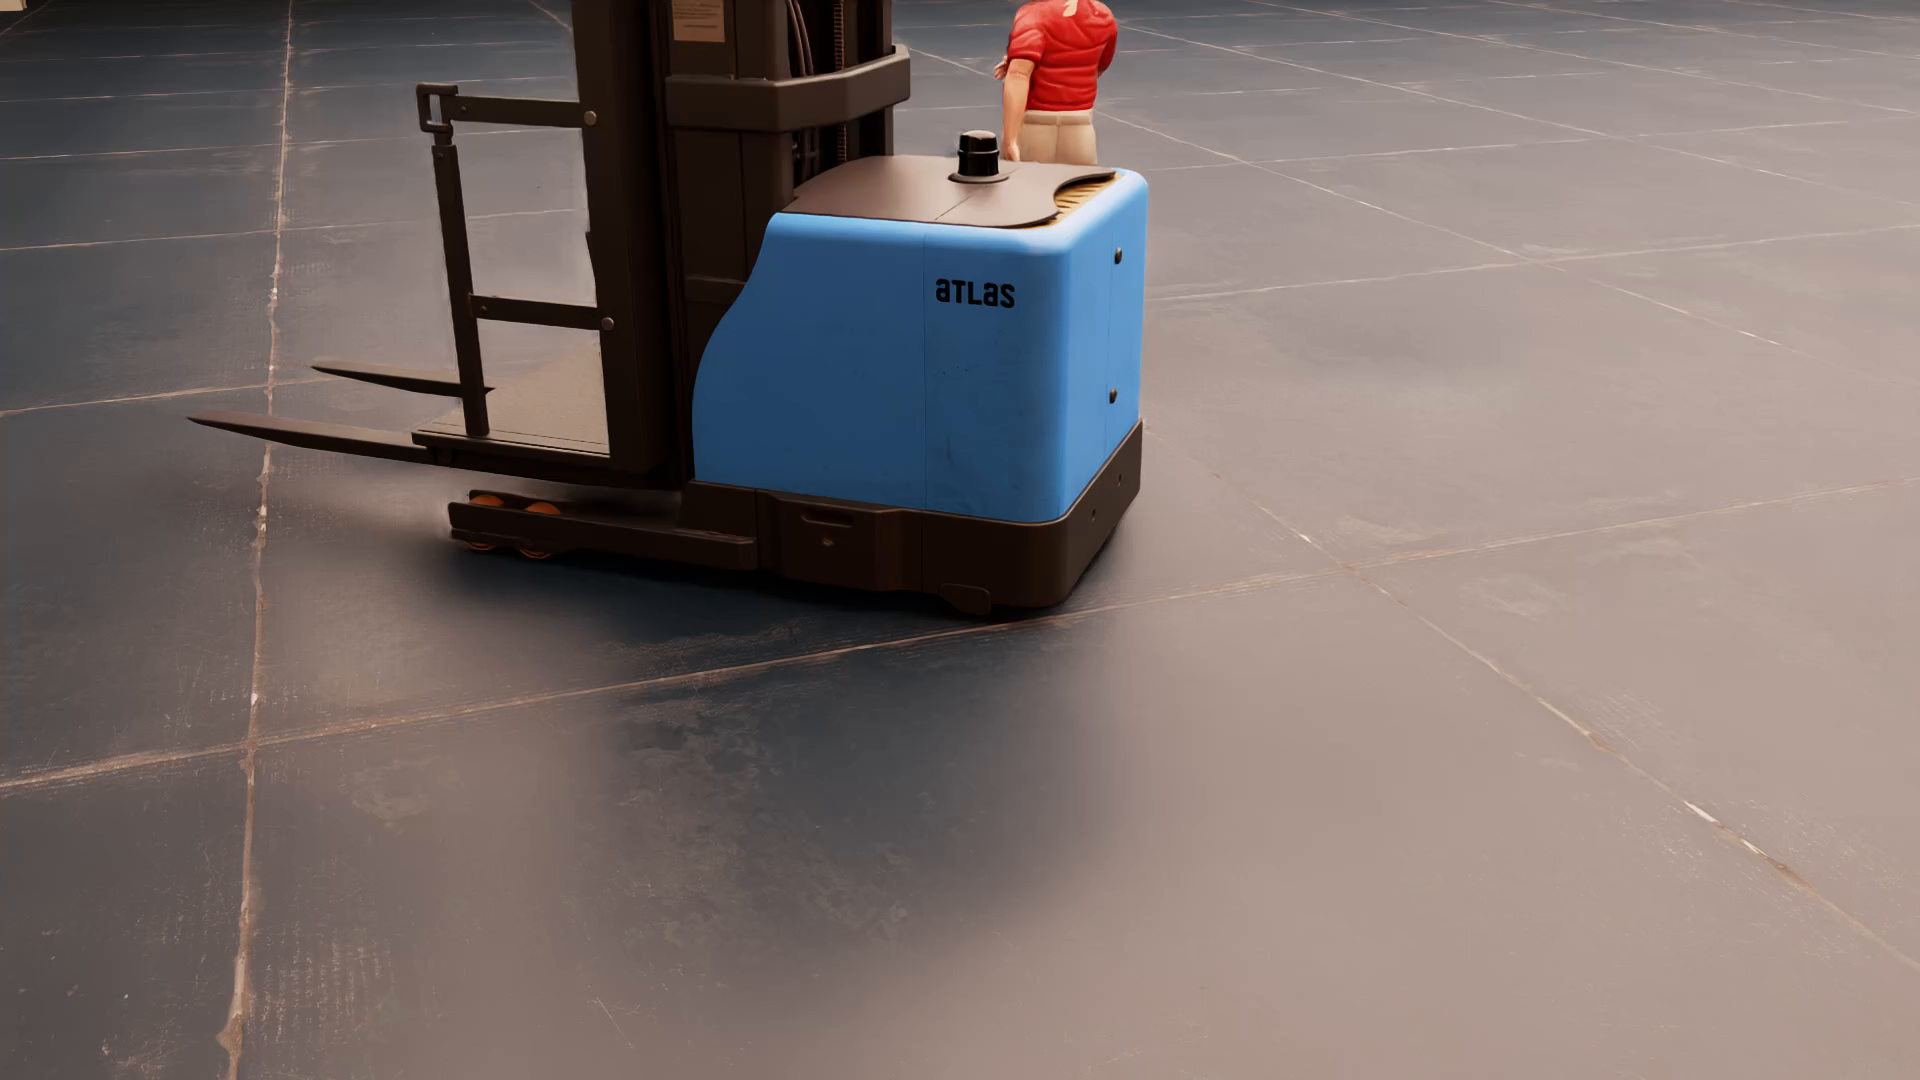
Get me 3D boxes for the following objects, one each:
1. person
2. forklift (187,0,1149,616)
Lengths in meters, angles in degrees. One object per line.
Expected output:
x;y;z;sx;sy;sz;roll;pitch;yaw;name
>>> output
0.384;-1.671;6.981;0.583;1.648;0.886;-5;23;-12;person
-1.003;-1.477;4.811;3.031;2.935;1.130;8;24;18;forklift
